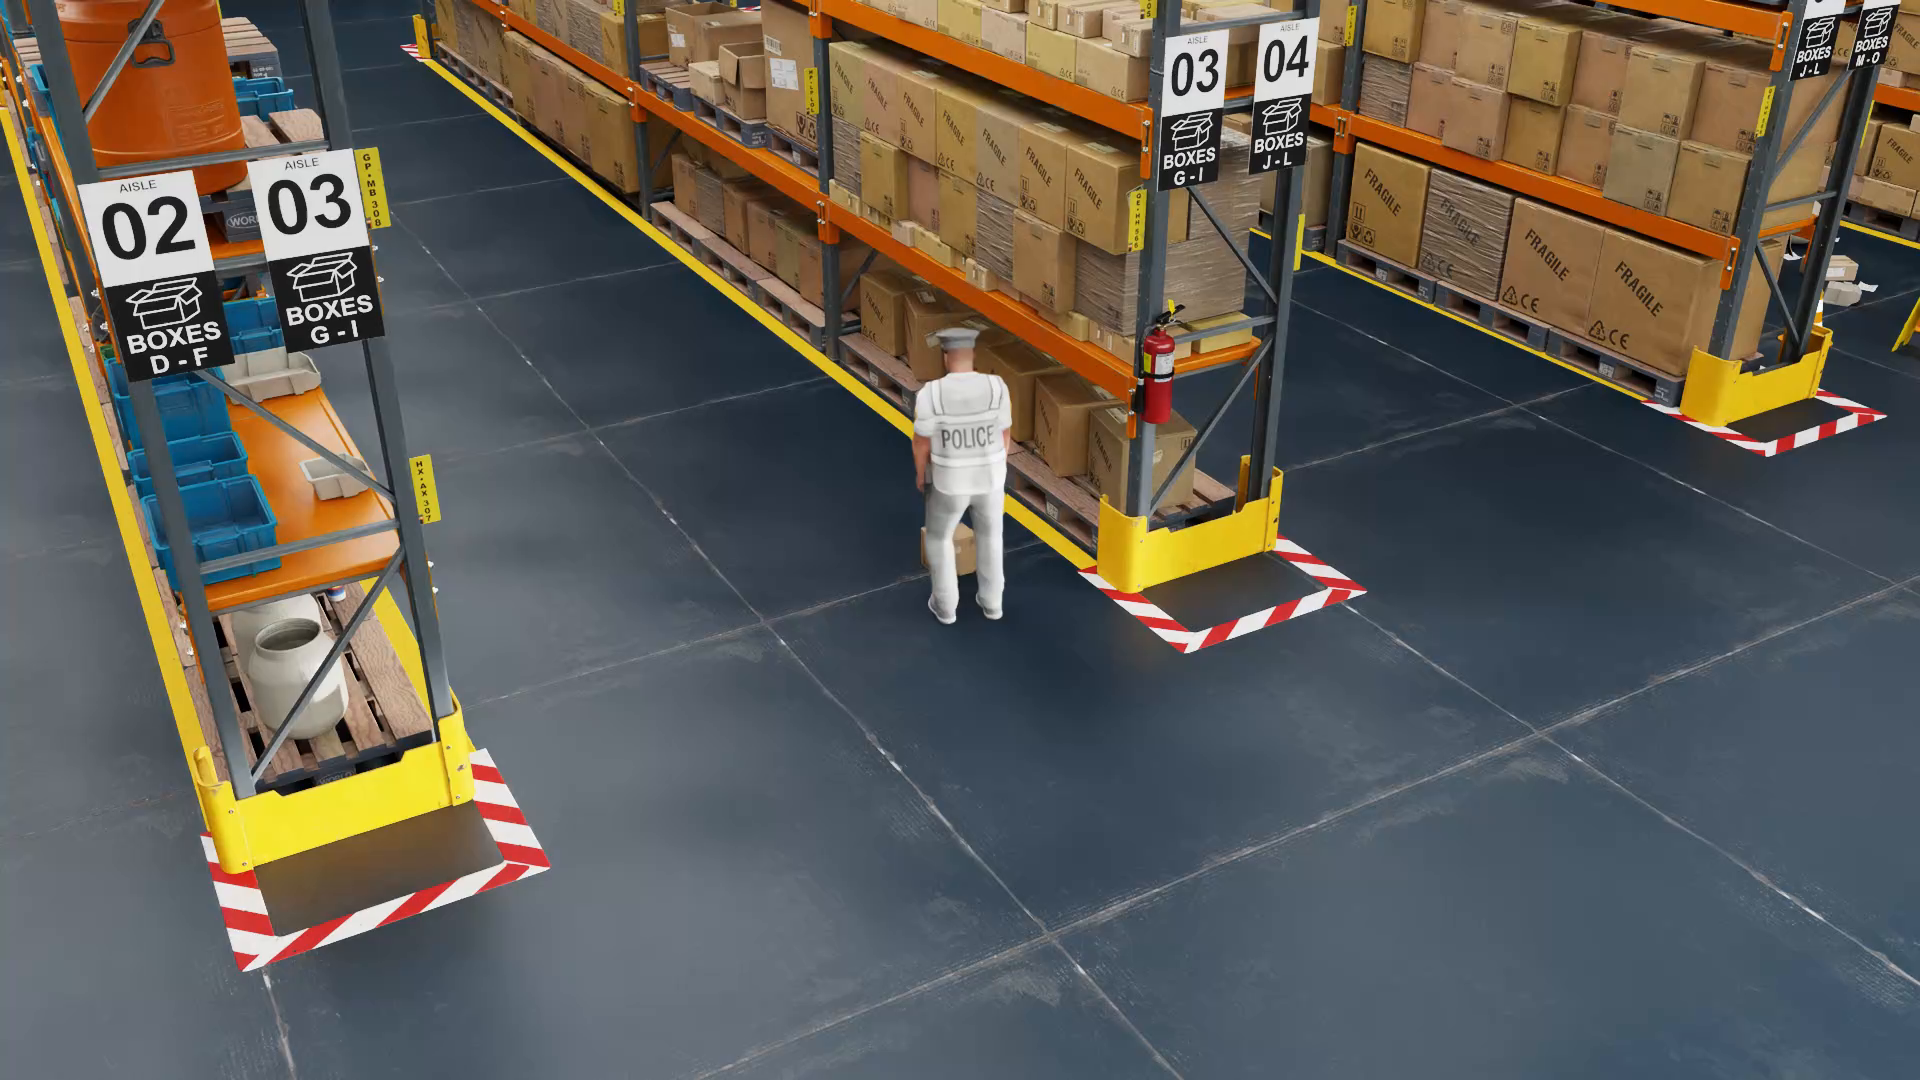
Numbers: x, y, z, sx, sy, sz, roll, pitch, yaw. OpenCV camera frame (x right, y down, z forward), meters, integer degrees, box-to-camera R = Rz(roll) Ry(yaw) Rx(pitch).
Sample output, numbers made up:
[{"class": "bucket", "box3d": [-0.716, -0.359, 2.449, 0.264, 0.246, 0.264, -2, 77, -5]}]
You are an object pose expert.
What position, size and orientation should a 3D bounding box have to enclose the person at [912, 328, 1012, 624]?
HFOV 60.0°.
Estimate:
[{"class": "person", "box3d": [0.008, -0.334, 9.207, 0.547, 1.722, 0.440, -5, 29, -9]}]
